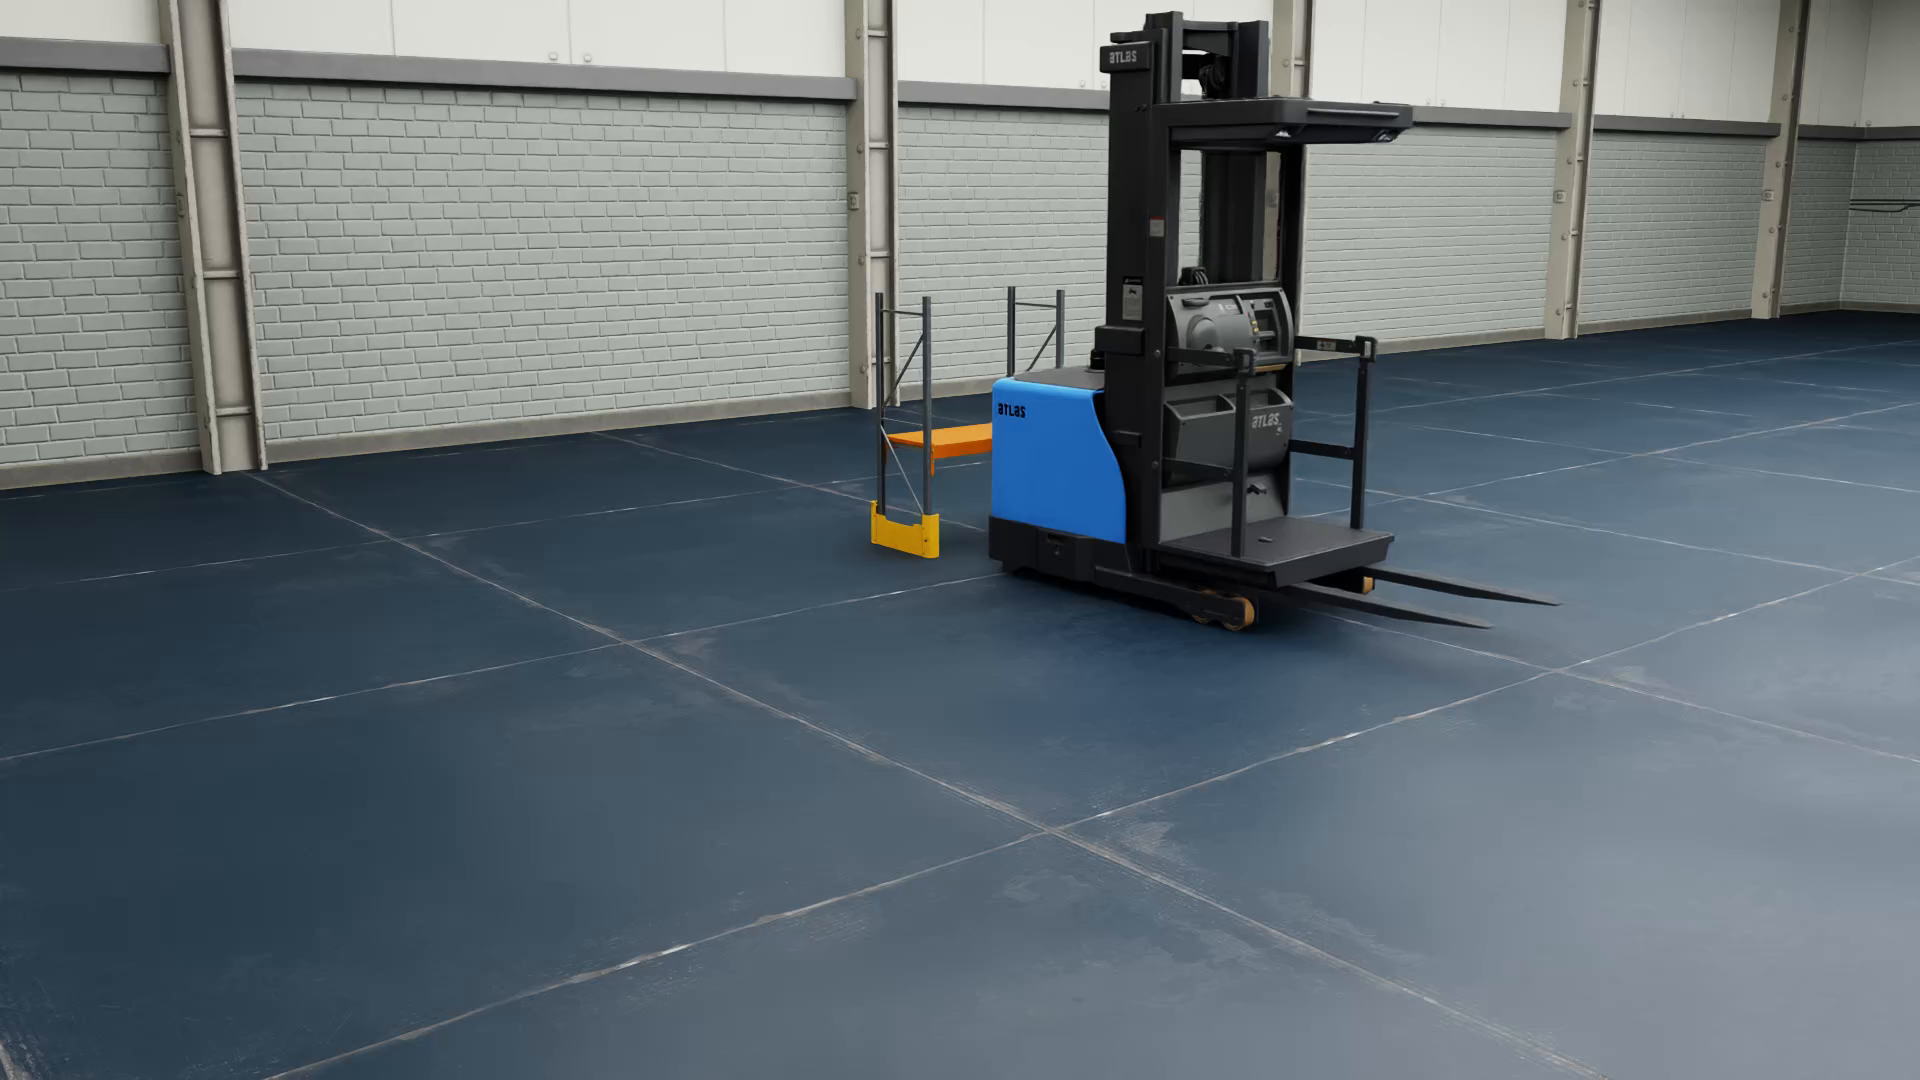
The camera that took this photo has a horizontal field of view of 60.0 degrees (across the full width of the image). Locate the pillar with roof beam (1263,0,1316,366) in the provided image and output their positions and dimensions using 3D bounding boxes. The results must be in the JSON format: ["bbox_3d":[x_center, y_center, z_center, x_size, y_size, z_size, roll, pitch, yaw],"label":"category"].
[{"bbox_3d":[6.540,-5.799,15.775,0.400,9.000,9.100,-9,15,-38],"label":"pillar with roof beam"}]

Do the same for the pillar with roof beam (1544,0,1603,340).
[{"bbox_3d":[11.225,-6.578,19.441,0.400,9.000,9.100,-9,15,-38],"label":"pillar with roof beam"}]

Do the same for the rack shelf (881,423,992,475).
[{"bbox_3d":[0.067,-0.569,10.062,1.000,0.185,0.538,-9,15,-38],"label":"rack shelf"}]

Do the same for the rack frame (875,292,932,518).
[{"bbox_3d":[-0.330,-0.679,9.714,0.032,1.500,0.500,-9,15,-38],"label":"rack frame"}]

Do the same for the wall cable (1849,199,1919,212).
[{"bbox_3d":[16.347,-6.703,27.509,0.112,2.526,3.097,-9,15,-38],"label":"wall cable"}]

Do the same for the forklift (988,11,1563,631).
[{"bbox_3d":[1.525,-1.112,8.310,1.130,2.935,3.031,-11,16,-41],"label":"forklift"}]

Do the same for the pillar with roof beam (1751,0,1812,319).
[{"bbox_3d":[15.910,-7.356,23.108,0.400,9.000,9.100,-9,15,-38],"label":"pillar with roof beam"}]

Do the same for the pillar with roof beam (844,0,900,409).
[{"bbox_3d":[1.855,-5.021,12.108,0.400,9.000,9.100,-9,15,-38],"label":"pillar with roof beam"}]

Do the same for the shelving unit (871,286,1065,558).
[{"bbox_3d":[0.060,-0.744,10.020,1.083,1.500,0.587,-9,15,-38],"label":"shelving unit"}]

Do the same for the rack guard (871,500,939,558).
[{"bbox_3d":[-0.329,-0.068,9.845,0.087,0.250,0.587,-9,15,-38],"label":"rack guard"}]

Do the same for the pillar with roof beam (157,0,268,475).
[{"bbox_3d":[-2.830,-4.242,8.442,0.400,9.000,9.100,-9,15,-38],"label":"pillar with roof beam"}]

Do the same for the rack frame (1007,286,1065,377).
[{"bbox_3d":[0.464,-0.811,10.336,0.032,1.500,0.500,-9,15,-38],"label":"rack frame"}]
